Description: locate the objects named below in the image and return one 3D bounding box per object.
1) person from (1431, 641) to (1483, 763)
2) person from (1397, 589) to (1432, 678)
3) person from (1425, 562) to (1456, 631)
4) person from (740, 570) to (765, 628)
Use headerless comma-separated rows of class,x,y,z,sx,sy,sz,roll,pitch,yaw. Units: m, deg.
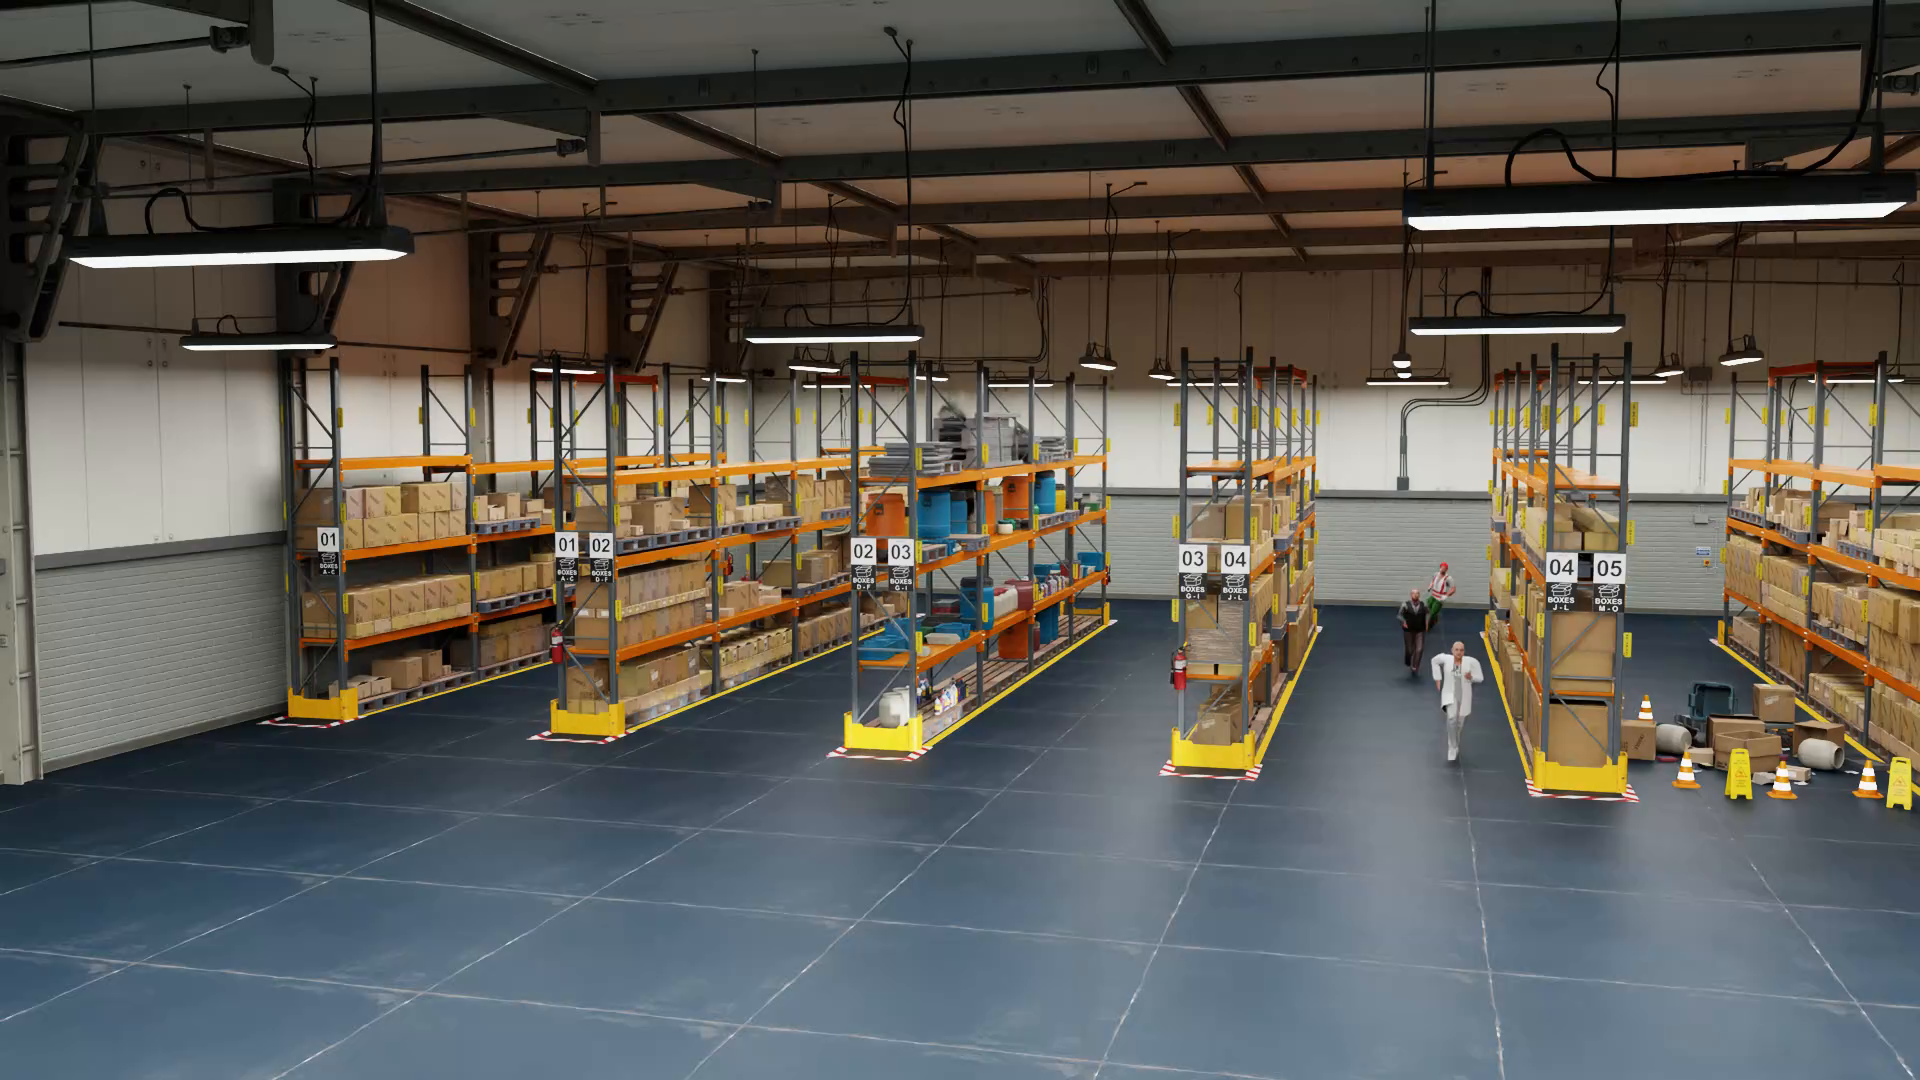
person,7.289,2.345,24.423,0.694,1.776,1.017,1,4,8
person,8.844,1.801,32.366,0.669,1.721,0.798,1,4,7
person,11.152,1.325,38.851,0.490,1.649,0.792,-2,5,-26
person,-4.573,1.478,37.228,0.692,1.696,1.021,1,4,19
